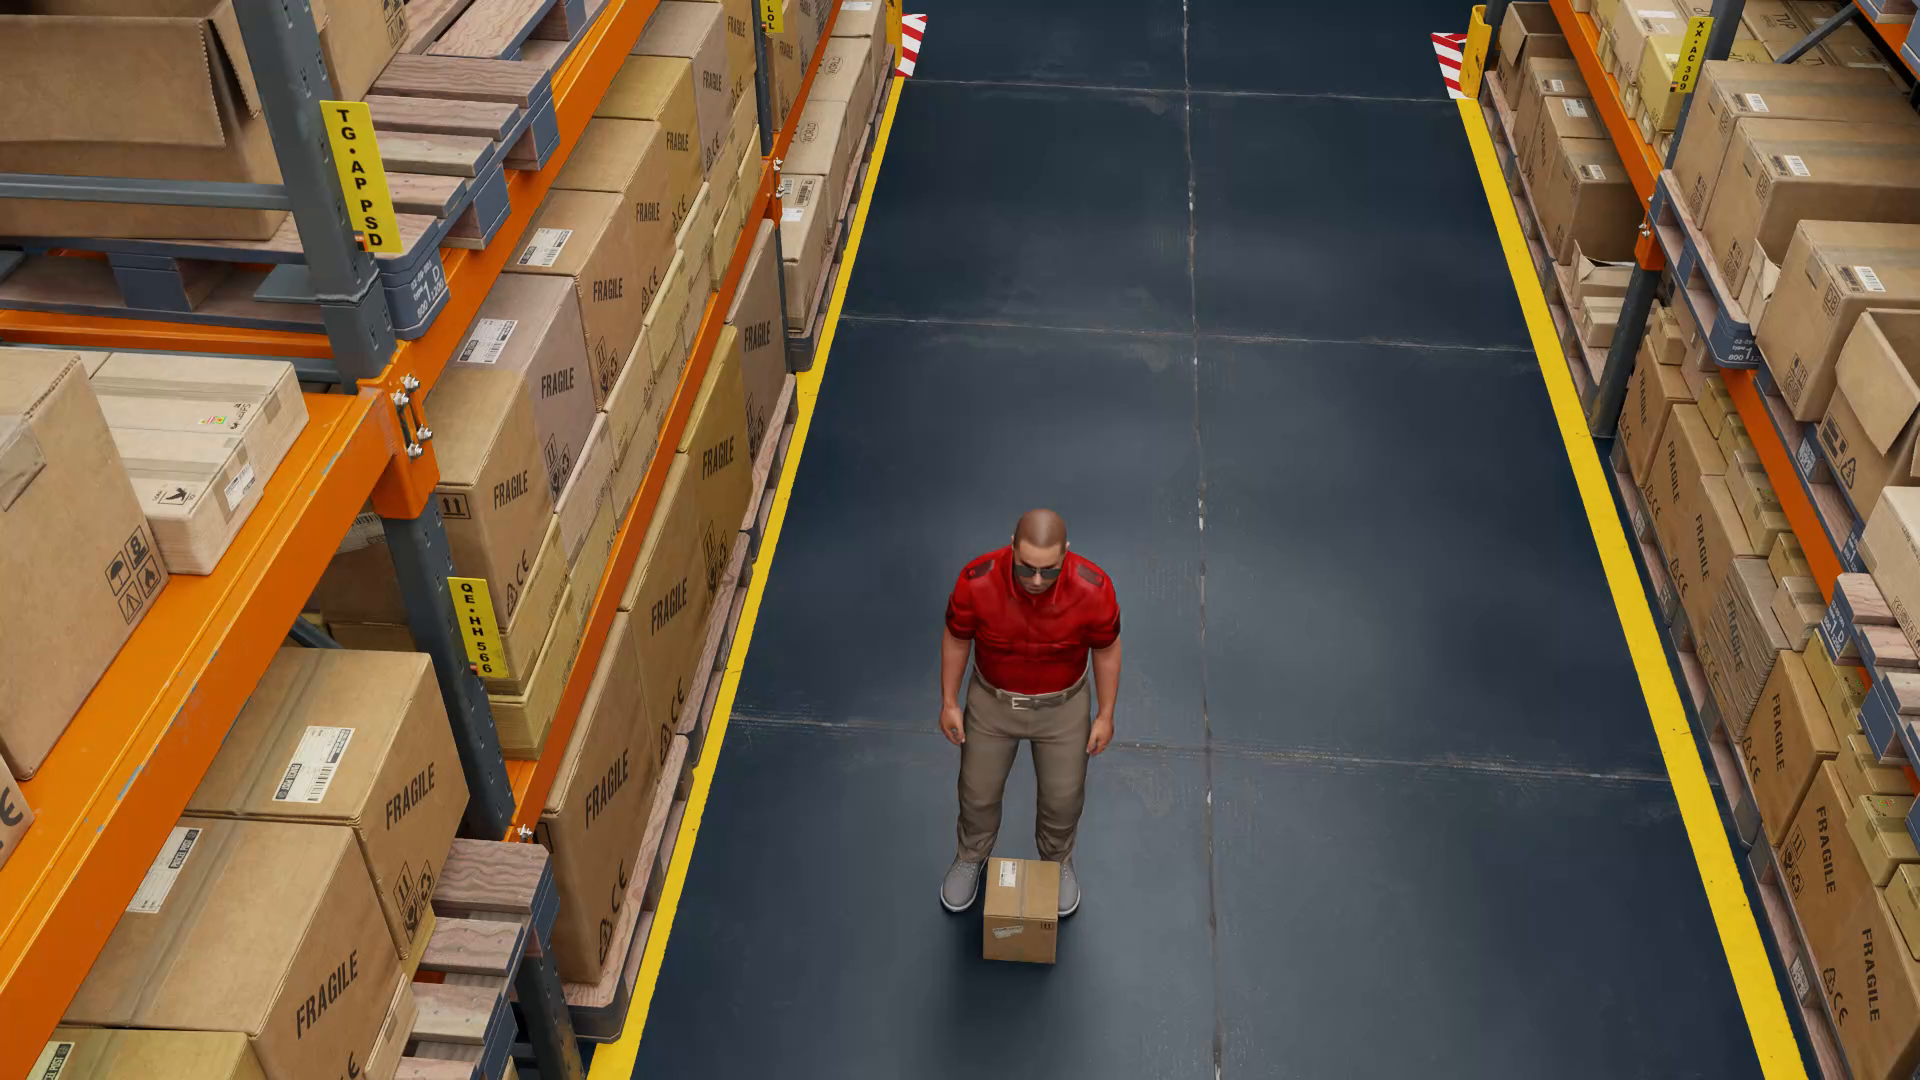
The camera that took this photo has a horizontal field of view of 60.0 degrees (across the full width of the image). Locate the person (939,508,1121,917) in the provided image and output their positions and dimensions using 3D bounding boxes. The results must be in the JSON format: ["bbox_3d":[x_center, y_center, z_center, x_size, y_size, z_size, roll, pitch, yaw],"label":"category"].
[{"bbox_3d":[0.225,0.558,5.496,0.586,1.727,0.393,3,40,4],"label":"person"}]
